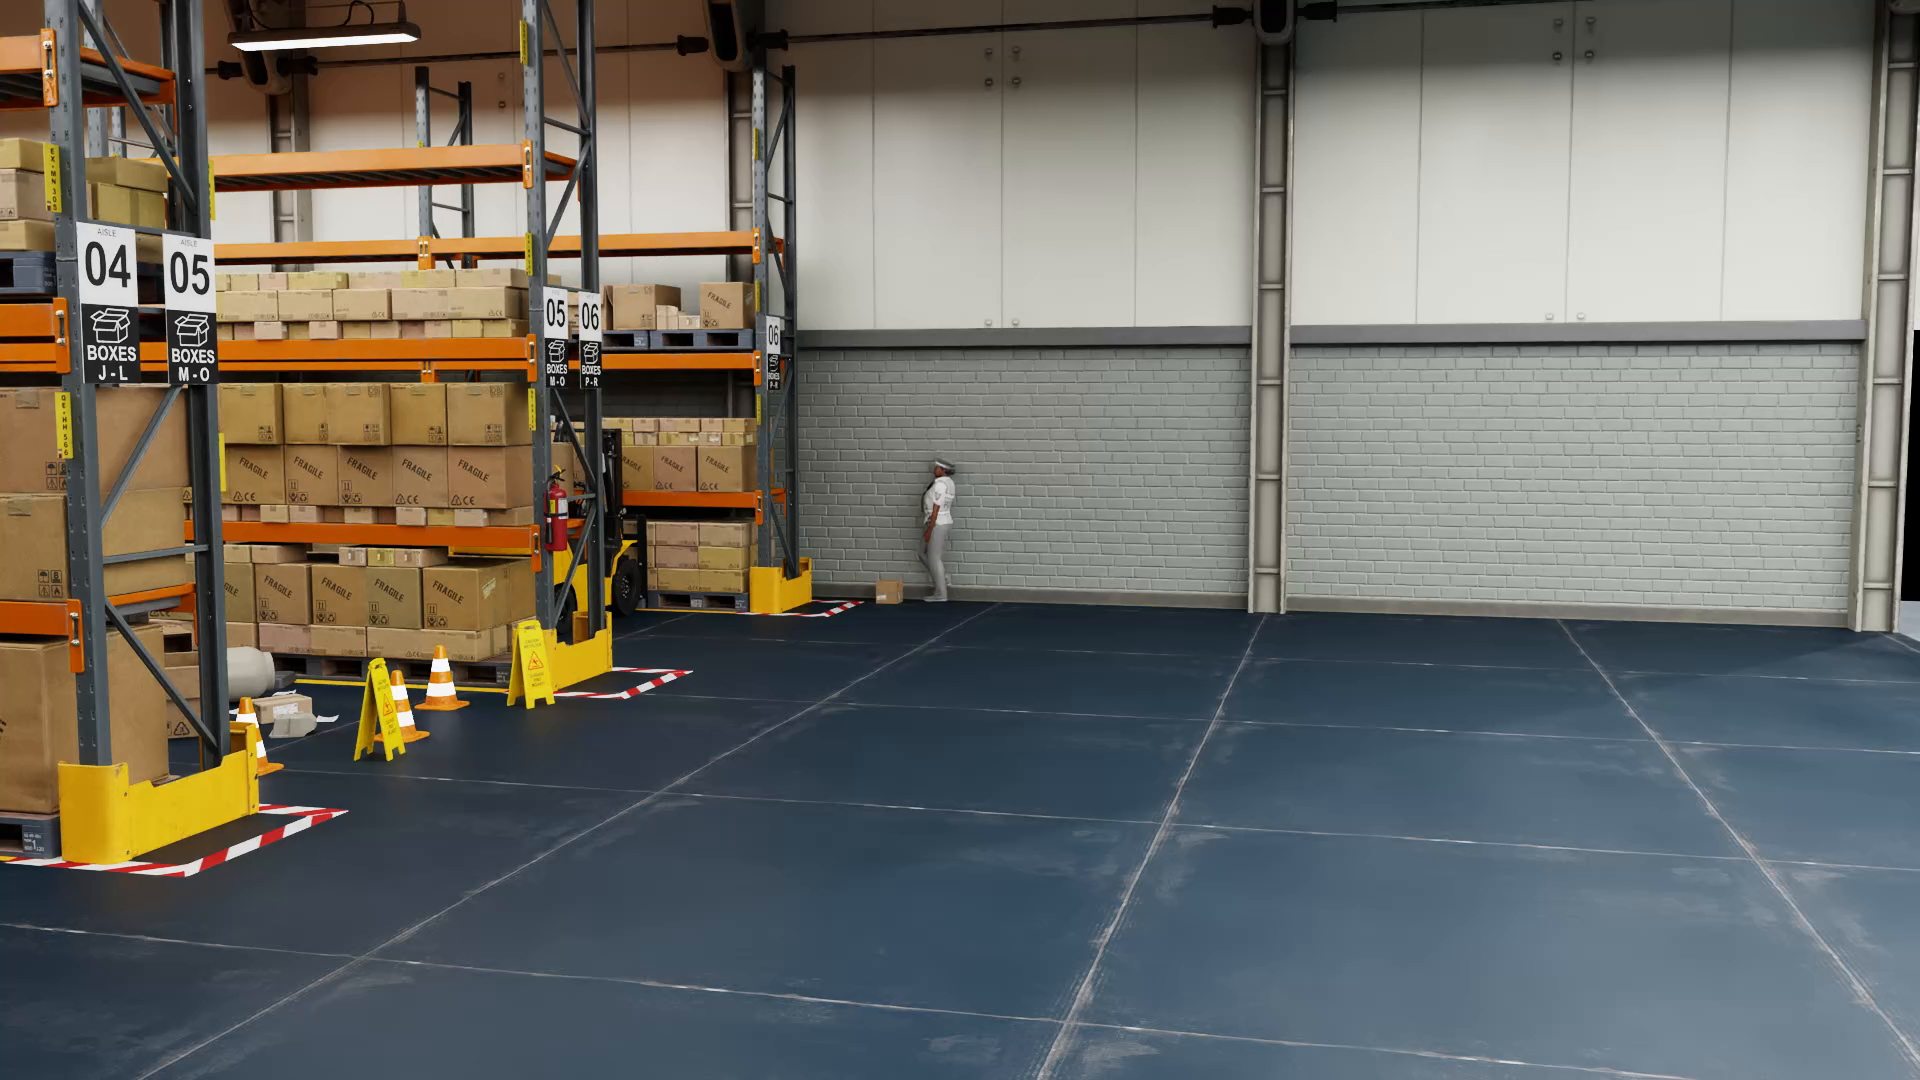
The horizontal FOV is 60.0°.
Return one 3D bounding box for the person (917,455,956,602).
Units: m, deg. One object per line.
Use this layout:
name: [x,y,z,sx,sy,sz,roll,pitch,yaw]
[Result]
person: [-0.289,-0.131,18.997,0.502,1.668,0.437,1,5,15]
